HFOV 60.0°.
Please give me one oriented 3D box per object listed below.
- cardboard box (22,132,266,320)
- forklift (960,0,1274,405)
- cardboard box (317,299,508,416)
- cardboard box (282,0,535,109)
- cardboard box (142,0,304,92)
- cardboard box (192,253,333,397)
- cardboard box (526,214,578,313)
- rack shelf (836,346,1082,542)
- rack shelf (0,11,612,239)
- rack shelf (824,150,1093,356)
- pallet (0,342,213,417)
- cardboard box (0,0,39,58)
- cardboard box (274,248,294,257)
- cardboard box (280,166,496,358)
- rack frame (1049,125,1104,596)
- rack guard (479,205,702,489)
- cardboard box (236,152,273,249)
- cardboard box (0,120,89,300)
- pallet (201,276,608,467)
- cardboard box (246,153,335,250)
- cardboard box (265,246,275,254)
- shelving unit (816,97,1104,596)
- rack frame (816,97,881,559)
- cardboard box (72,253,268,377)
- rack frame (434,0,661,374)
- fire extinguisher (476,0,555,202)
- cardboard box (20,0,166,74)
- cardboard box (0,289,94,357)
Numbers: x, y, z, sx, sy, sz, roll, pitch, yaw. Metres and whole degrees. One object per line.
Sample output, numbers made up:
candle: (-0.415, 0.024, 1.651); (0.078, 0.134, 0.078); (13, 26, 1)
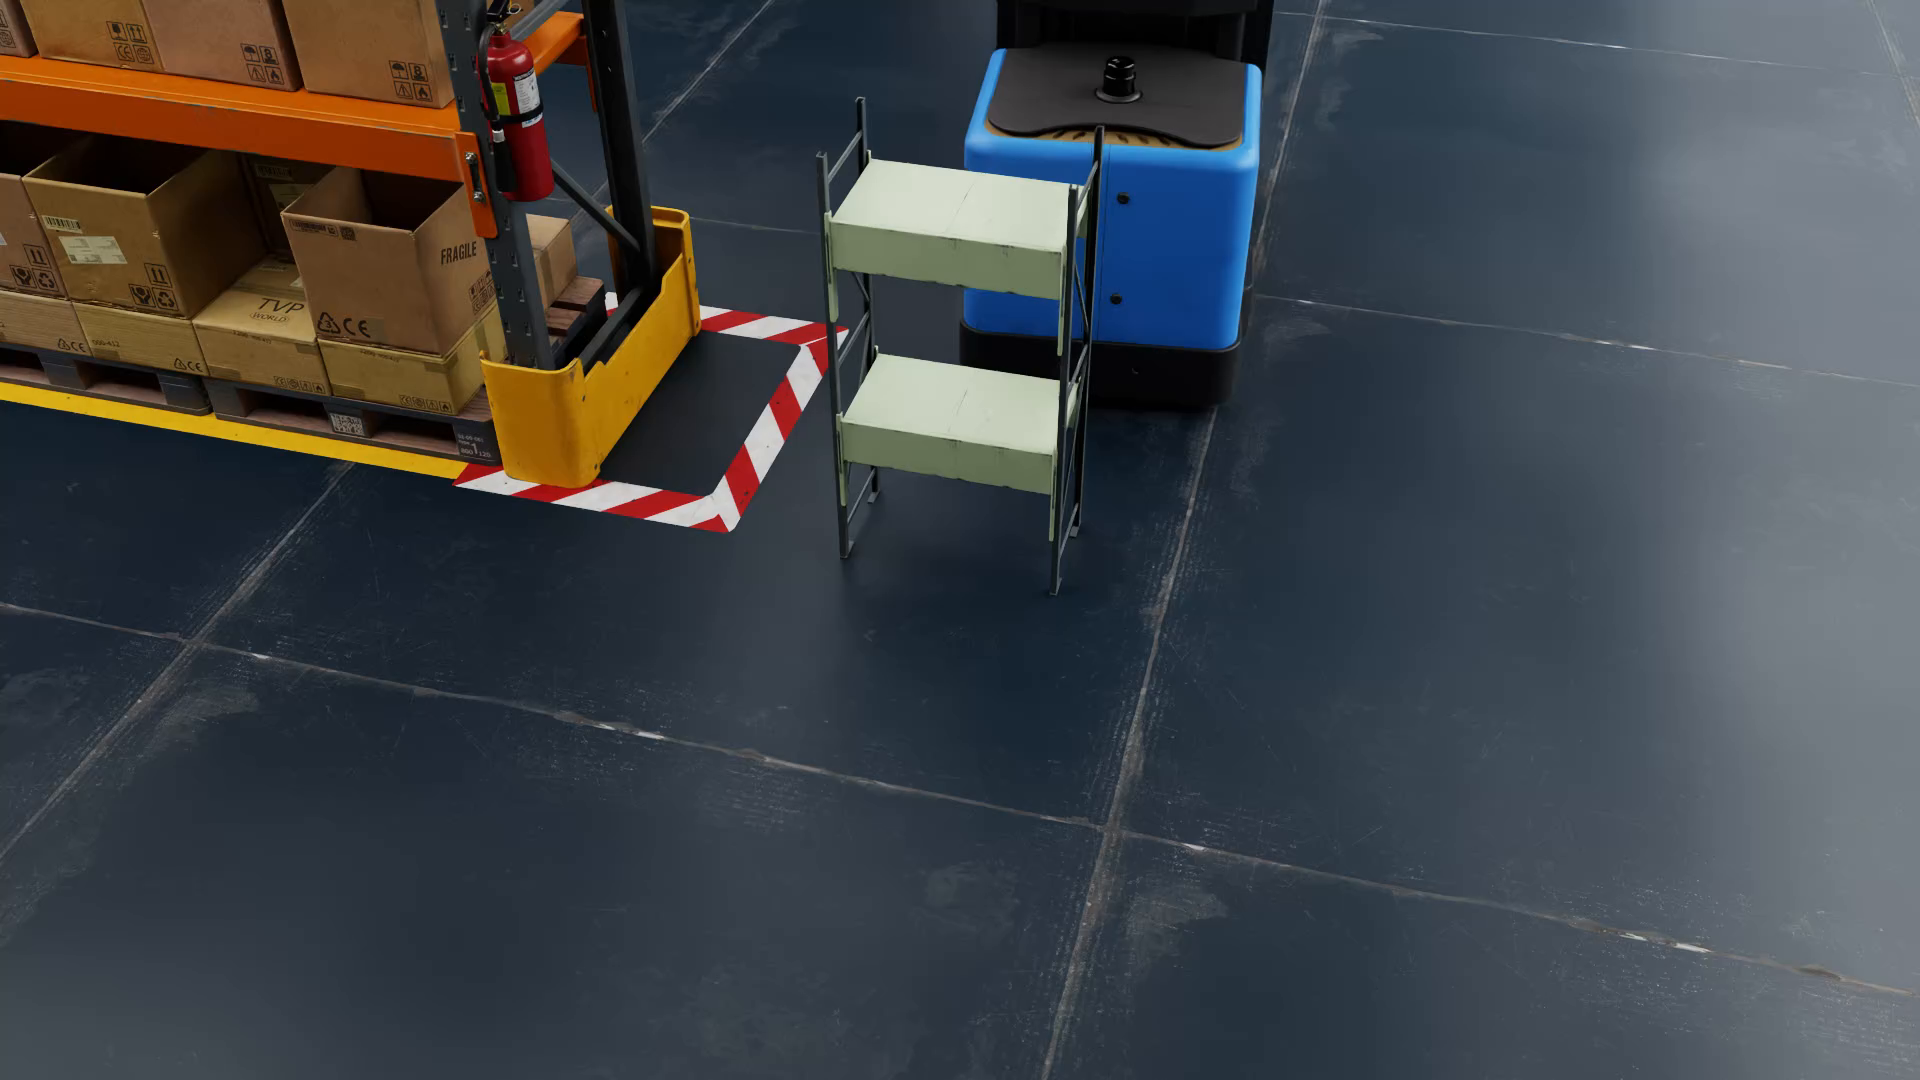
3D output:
cardboard box: (-2.945, -1.174, 6.044); (0.500, 0.500, 0.500); (10, 41, 11)
forklift: (0.728, -2.575, 6.537); (1.130, 2.935, 3.031); (5, 40, 6)
cardboard box: (-1.974, -0.731, 6.100); (0.500, 0.250, 0.500); (10, 41, 11)
cardboard box: (-1.828, -1.842, 5.533); (0.500, 0.500, 0.700); (10, 41, 11)
cardboard box: (-2.336, -1.926, 5.633); (0.500, 0.500, 0.700); (11, 41, 13)
cardboard box: (-2.460, -0.807, 6.190); (0.500, 0.250, 0.500); (10, 41, 11)
cardboard box: (-1.840, -1.053, 6.483); (0.500, 0.250, 0.500); (10, 41, 11)
rack shelf: (0.006, -0.324, 5.476); (0.720, 0.370, 0.431); (10, 41, 11)
rack shelf: (-3.312, -1.775, 6.090); (4.000, 0.370, 1.077); (10, 41, 11)
rack shelf: (0.006, -0.872, 5.015); (0.720, 0.370, 0.431); (10, 41, 11)
pallet: (-3.304, -0.955, 6.723); (1.213, 0.211, 1.003); (10, 41, 11)
cardboard box: (-3.324, -2.097, 5.837); (0.500, 0.500, 0.700); (11, 41, 13)
cardboard box: (-2.324, -1.134, 6.579); (0.500, 0.250, 0.500); (10, 41, 11)
cardboard box: (-1.975, -1.017, 5.857); (0.500, 0.500, 0.500); (10, 41, 11)
rack frame: (0.360, -0.512, 5.194); (0.023, 1.500, 0.400); (10, 41, 11)
rack guard: (-1.357, -0.757, 6.262); (0.348, 0.500, 1.175); (10, 41, 11)
cardboard box: (-2.810, -1.497, 6.429); (0.500, 0.500, 0.500); (10, 41, 11)
cardboard box: (-3.427, -1.258, 6.144); (0.500, 0.500, 0.500); (10, 41, 11)
pallet: (-2.129, -0.751, 6.480); (1.213, 0.211, 1.003); (10, 41, 11)
cardboard box: (-2.324, -1.422, 6.339); (0.500, 0.500, 0.500); (10, 41, 11)
cardboard box: (-2.807, -1.217, 6.679); (0.500, 0.250, 0.500); (10, 41, 11)
shelving unit: (0.006, -0.573, 5.266); (0.755, 1.500, 0.431); (10, 41, 11)
rack frame: (-0.347, -0.634, 5.339); (0.023, 1.500, 0.400); (10, 41, 11)
cardboard box: (-2.944, -0.889, 6.288); (0.500, 0.250, 0.500); (10, 41, 11)
rack frame: (-1.380, -1.718, 5.463); (0.127, 3.000, 1.000); (10, 41, 11)
fire extinguisher: (-1.386, -1.380, 5.121); (0.183, 0.674, 0.296); (10, 41, 11)
cardboard box: (-2.814, -2.012, 5.736); (0.500, 0.500, 0.700); (10, 41, 12)
cardboard box: (-3.426, -0.973, 6.388); (0.500, 0.250, 0.500); (10, 41, 11)
